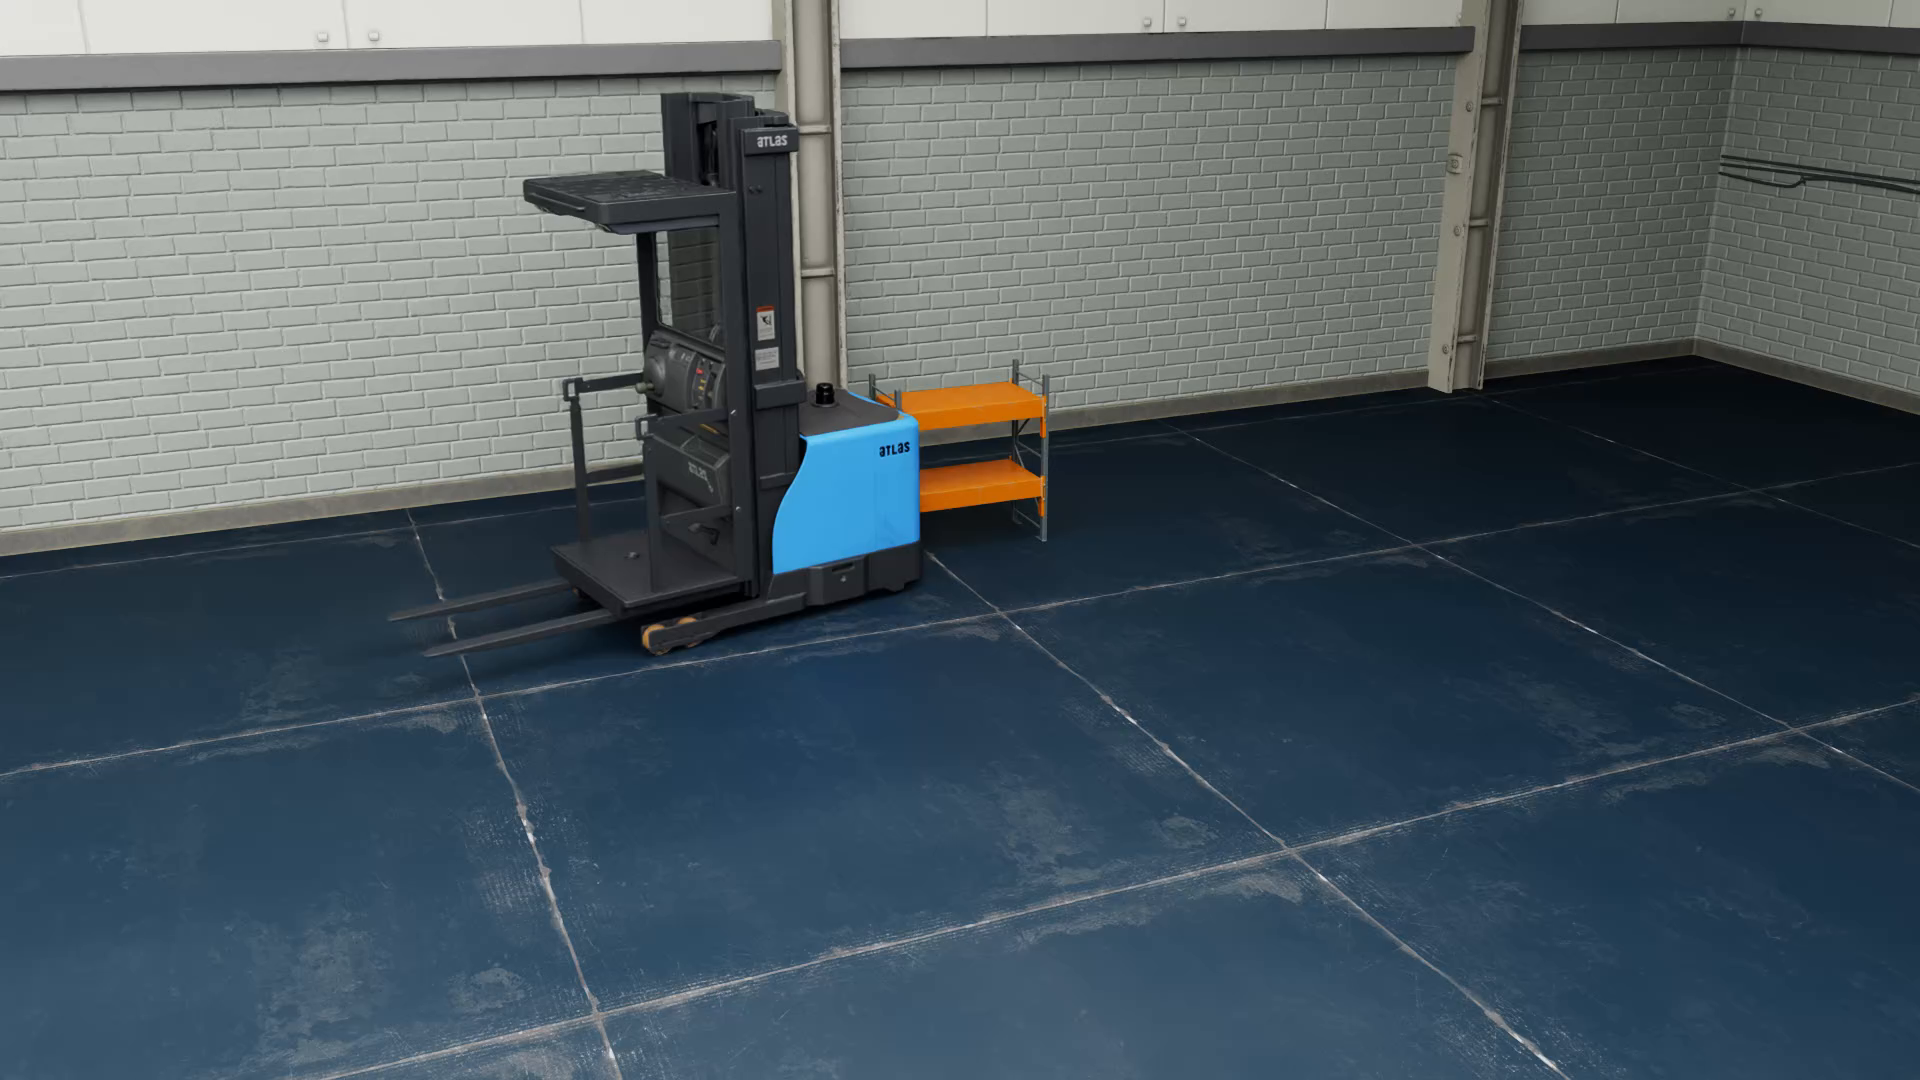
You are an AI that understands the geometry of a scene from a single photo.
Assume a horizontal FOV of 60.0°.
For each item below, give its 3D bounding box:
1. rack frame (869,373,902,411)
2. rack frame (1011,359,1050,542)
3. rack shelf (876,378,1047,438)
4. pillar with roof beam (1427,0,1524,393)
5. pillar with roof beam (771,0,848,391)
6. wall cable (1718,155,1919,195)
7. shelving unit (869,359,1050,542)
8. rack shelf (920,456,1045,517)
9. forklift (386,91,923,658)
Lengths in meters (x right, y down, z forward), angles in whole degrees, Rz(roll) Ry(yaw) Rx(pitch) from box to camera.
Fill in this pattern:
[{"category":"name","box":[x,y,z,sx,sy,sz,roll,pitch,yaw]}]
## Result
[{"category":"rack frame","box":[-0.473,-0.463,10.643,0.032,1.125,0.500,-8,21,-22]},{"category":"rack frame","box":[0.461,-0.597,11.023,0.032,1.125,0.500,-8,21,-22]},{"category":"rack shelf","box":[-0.006,-0.806,10.735,1.000,0.278,0.538,-8,21,-22]},{"category":"pillar with roof beam","box":[6.137,-4.304,9.695,0.400,9.000,9.100,-8,21,-22]},{"category":"pillar with roof beam","box":[0.628,-3.514,7.453,0.400,9.000,9.100,-8,21,-22]},{"category":"wall cable","box":[7.661,-4.136,13.895,0.112,2.526,3.097,-8,21,-22]},{"category":"shelving unit","box":[-0.006,-0.530,10.833,1.048,1.125,0.538,-8,21,-22]},{"category":"rack shelf","box":[-0.006,-0.299,10.914,1.000,0.278,0.538,-8,21,-22]},{"category":"forklift","box":[-1.728,-0.945,9.292,3.031,2.935,1.130,-13,23,-33]}]
